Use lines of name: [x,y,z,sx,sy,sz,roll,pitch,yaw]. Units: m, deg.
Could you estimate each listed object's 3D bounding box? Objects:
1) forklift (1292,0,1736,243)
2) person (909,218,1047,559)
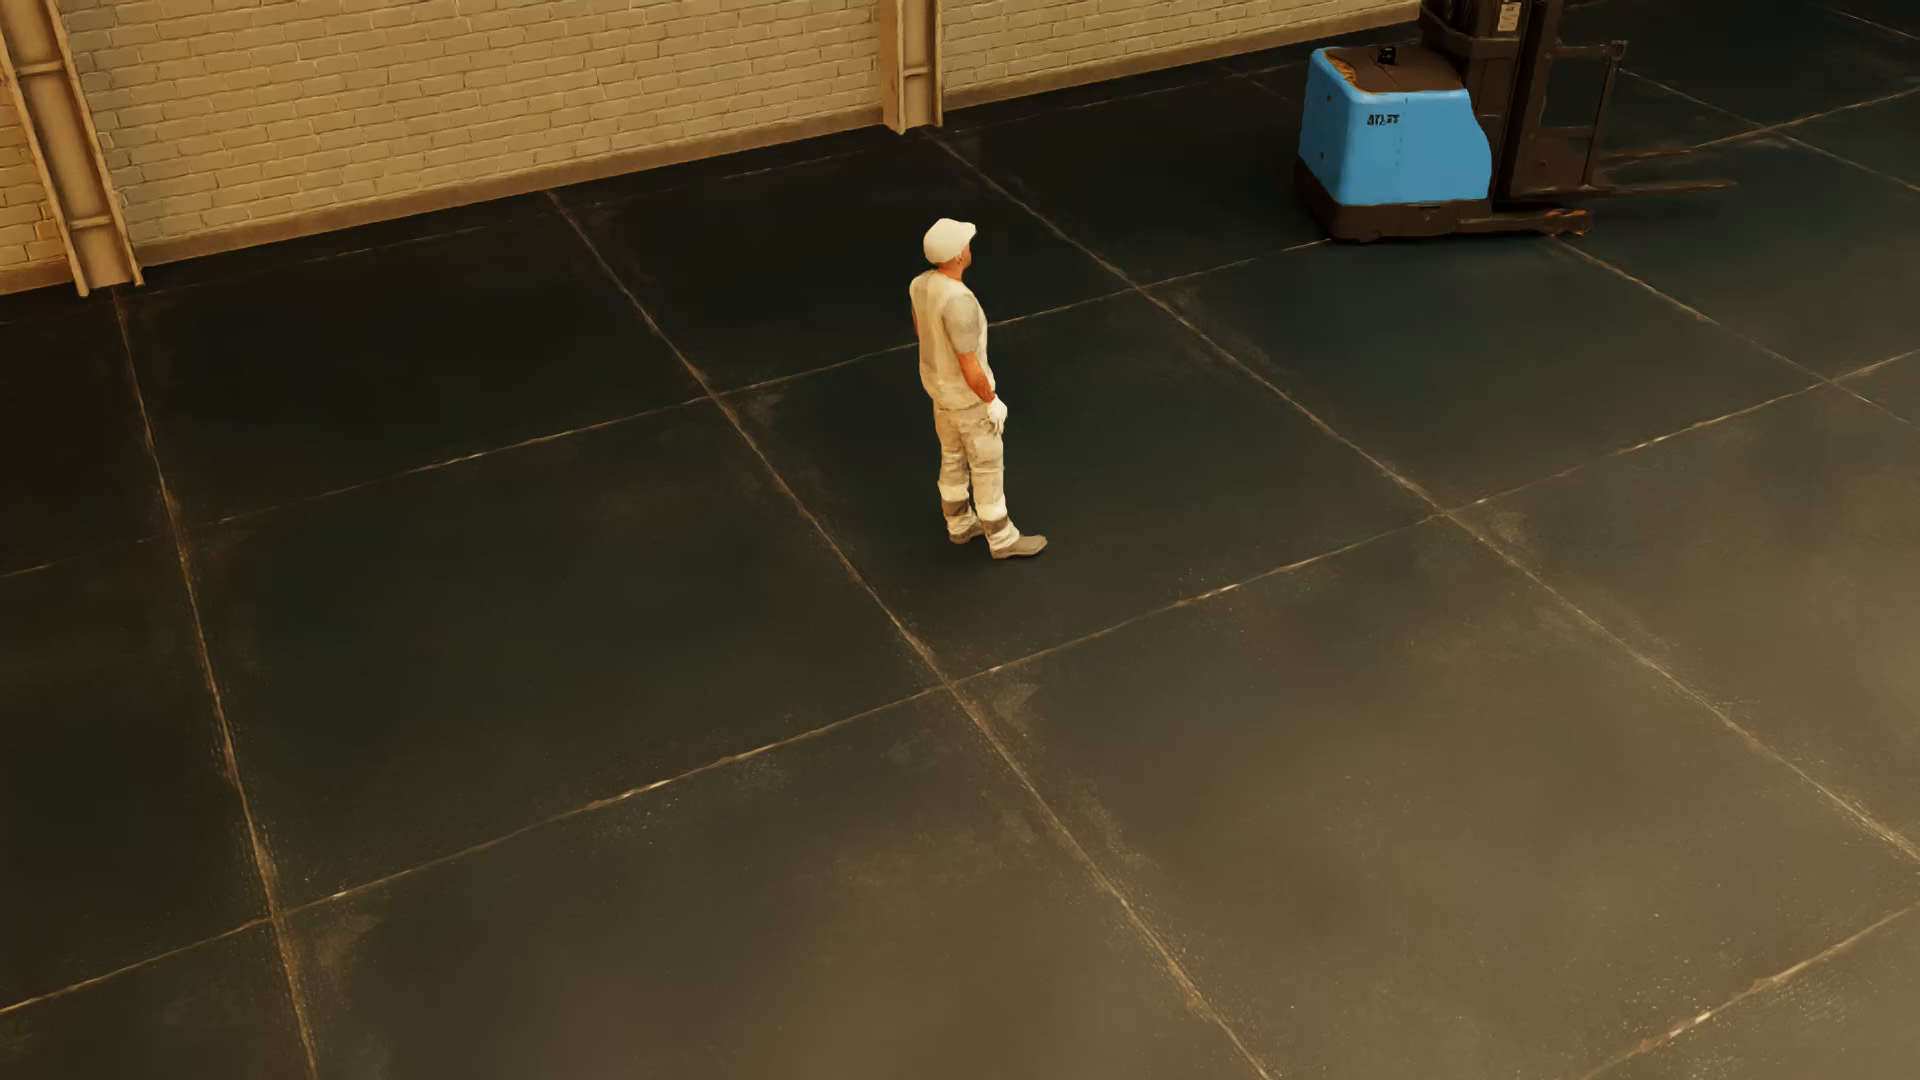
forklift: [4.008,-3.633,11.263,3.031,2.935,1.130,-5,36,-7]
person: [0.076,-0.752,8.165,0.563,1.787,0.637,-17,39,-23]
